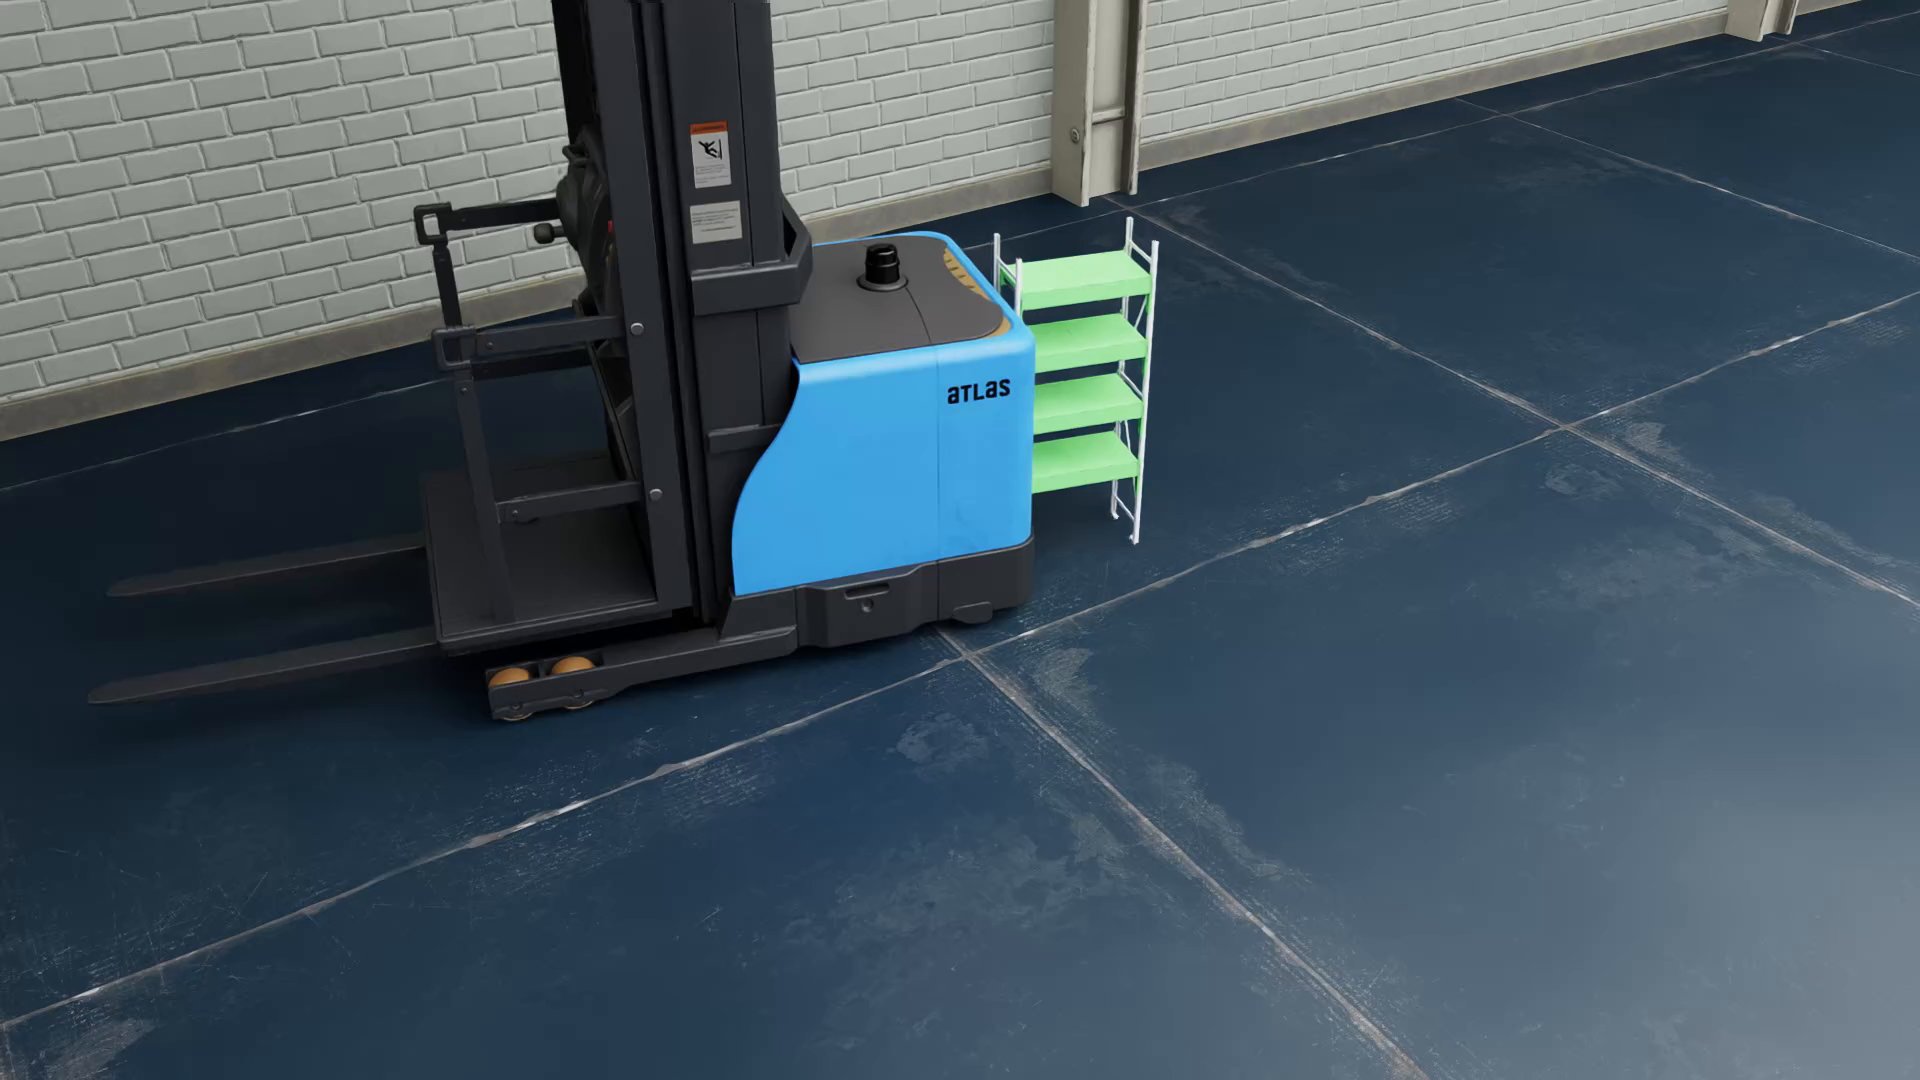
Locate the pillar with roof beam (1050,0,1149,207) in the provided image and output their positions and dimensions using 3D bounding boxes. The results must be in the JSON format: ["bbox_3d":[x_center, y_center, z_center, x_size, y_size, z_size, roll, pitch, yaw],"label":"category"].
[{"bbox_3d":[3.081,-3.835,3.895,0.400,9.000,9.100,-19,37,-27],"label":"pillar with roof beam"}]

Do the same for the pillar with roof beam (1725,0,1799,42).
[{"bbox_3d":[8.124,-5.570,6.645,0.400,9.000,9.100,-19,37,-27],"label":"pillar with roof beam"}]

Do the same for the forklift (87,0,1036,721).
[{"bbox_3d":[-1.318,-0.978,5.053,3.031,2.935,1.130,-10,34,-15],"label":"forklift"}]

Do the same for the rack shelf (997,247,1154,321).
[{"bbox_3d":[0.392,-0.866,5.718,0.480,0.148,0.258,-10,34,-15],"label":"rack shelf"}]

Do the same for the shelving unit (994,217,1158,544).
[{"bbox_3d":[0.392,-0.514,5.940,0.503,1.200,0.258,-10,34,-15],"label":"shelving unit"}]

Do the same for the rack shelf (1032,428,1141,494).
[{"bbox_3d":[0.392,-0.257,6.102,0.480,0.148,0.258,-10,34,-15],"label":"rack shelf"}]

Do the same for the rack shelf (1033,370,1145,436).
[{"bbox_3d":[0.392,-0.460,5.974,0.480,0.148,0.258,-10,34,-15],"label":"rack shelf"}]

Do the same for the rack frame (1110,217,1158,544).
[{"bbox_3d":[0.624,-0.554,6.004,0.015,1.200,0.240,-10,34,-15],"label":"rack frame"}]

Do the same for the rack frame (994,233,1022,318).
[{"bbox_3d":[0.160,-0.473,5.876,0.015,1.200,0.240,-10,34,-15],"label":"rack frame"}]

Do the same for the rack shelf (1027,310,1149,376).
[{"bbox_3d":[0.392,-0.663,5.846,0.480,0.148,0.258,-10,34,-15],"label":"rack shelf"}]
